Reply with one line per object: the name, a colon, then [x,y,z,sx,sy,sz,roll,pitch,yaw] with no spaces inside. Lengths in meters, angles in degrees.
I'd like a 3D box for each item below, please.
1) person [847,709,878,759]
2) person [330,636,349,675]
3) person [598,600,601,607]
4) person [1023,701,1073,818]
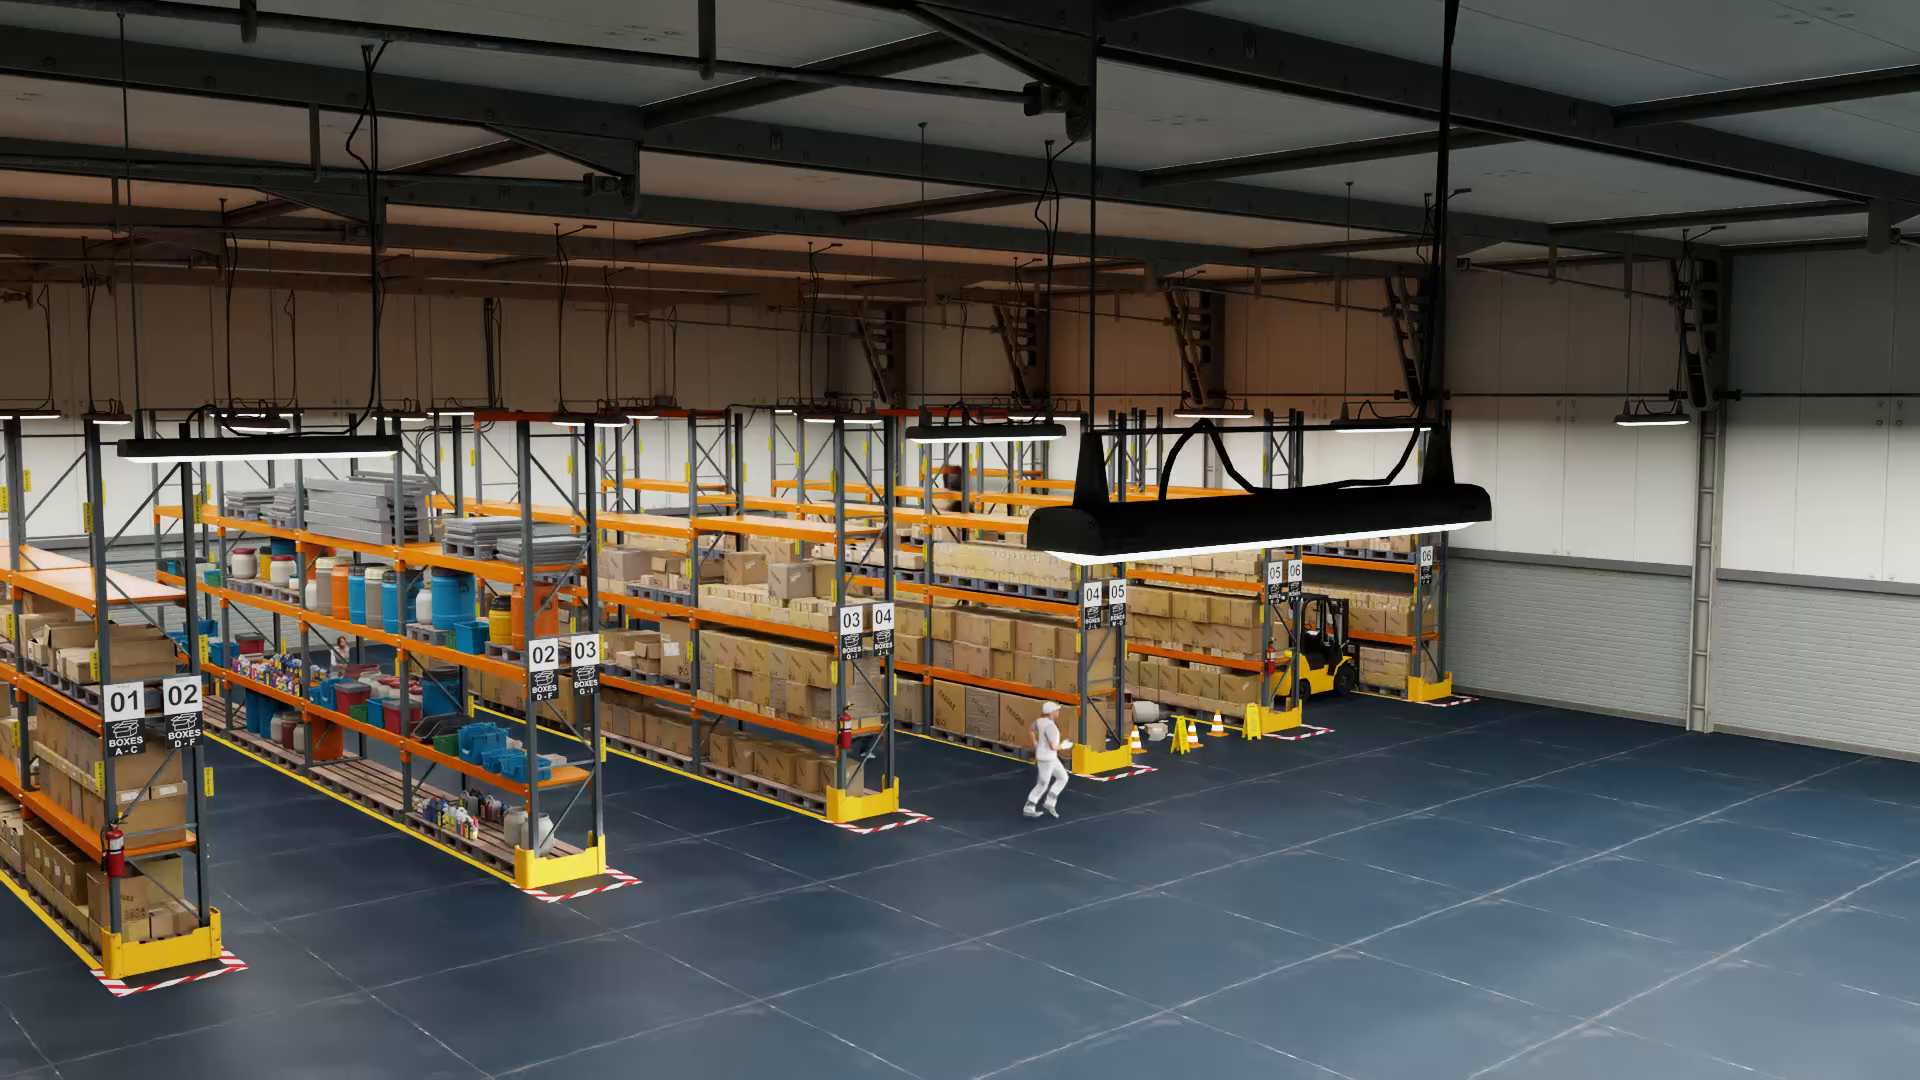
person: [-1.705,3.030,28.960,0.688,1.547,0.537,2,5,24]
person: [-12.436,2.655,33.408,0.800,1.501,0.545,4,6,37]
person: [-8.336,2.179,37.714,0.643,1.719,0.715,4,6,36]
person: [1.305,3.275,24.688,0.739,1.787,0.595,0,5,2]
